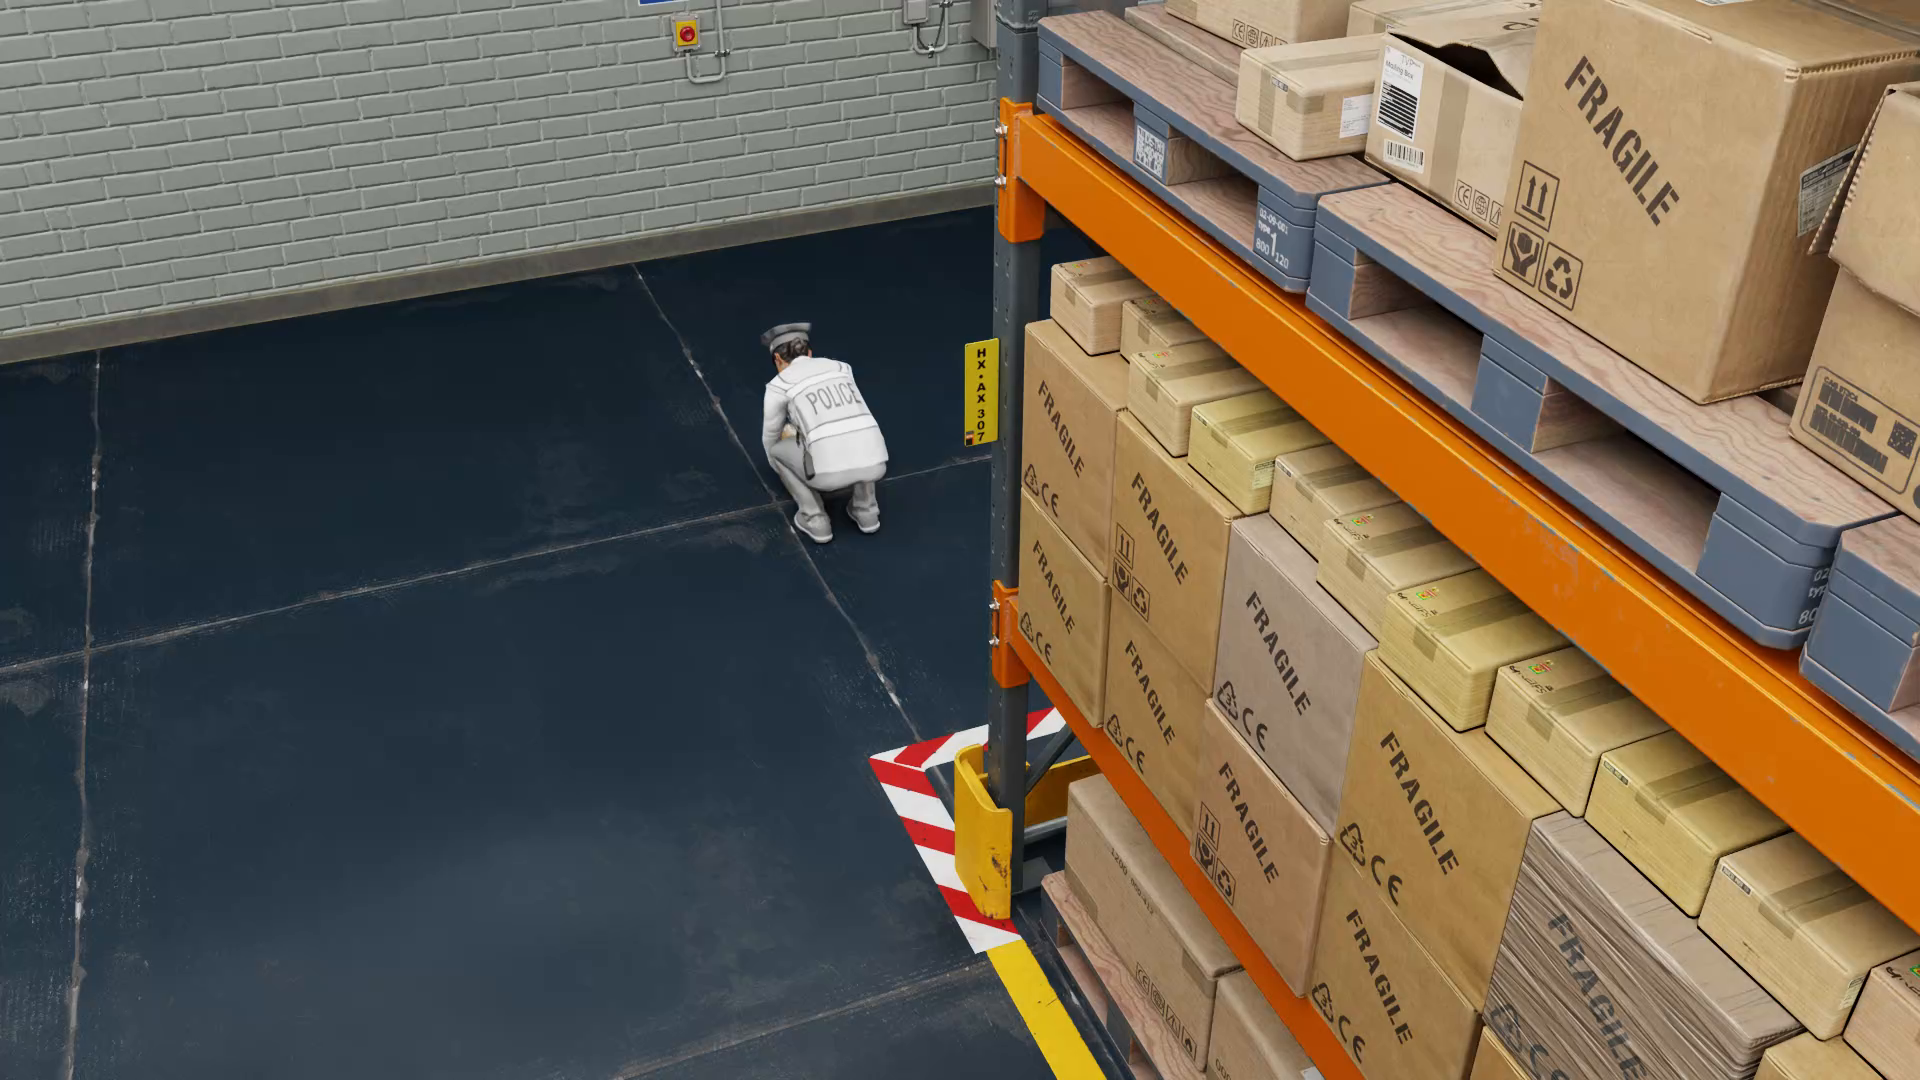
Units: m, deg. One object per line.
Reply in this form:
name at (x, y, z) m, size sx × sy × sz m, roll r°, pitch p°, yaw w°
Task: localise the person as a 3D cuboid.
person at (-0.632, -0.501, 7.611) m, size 0.483 × 0.876 × 0.856 m, roll -13°, pitch 36°, yaw -19°
